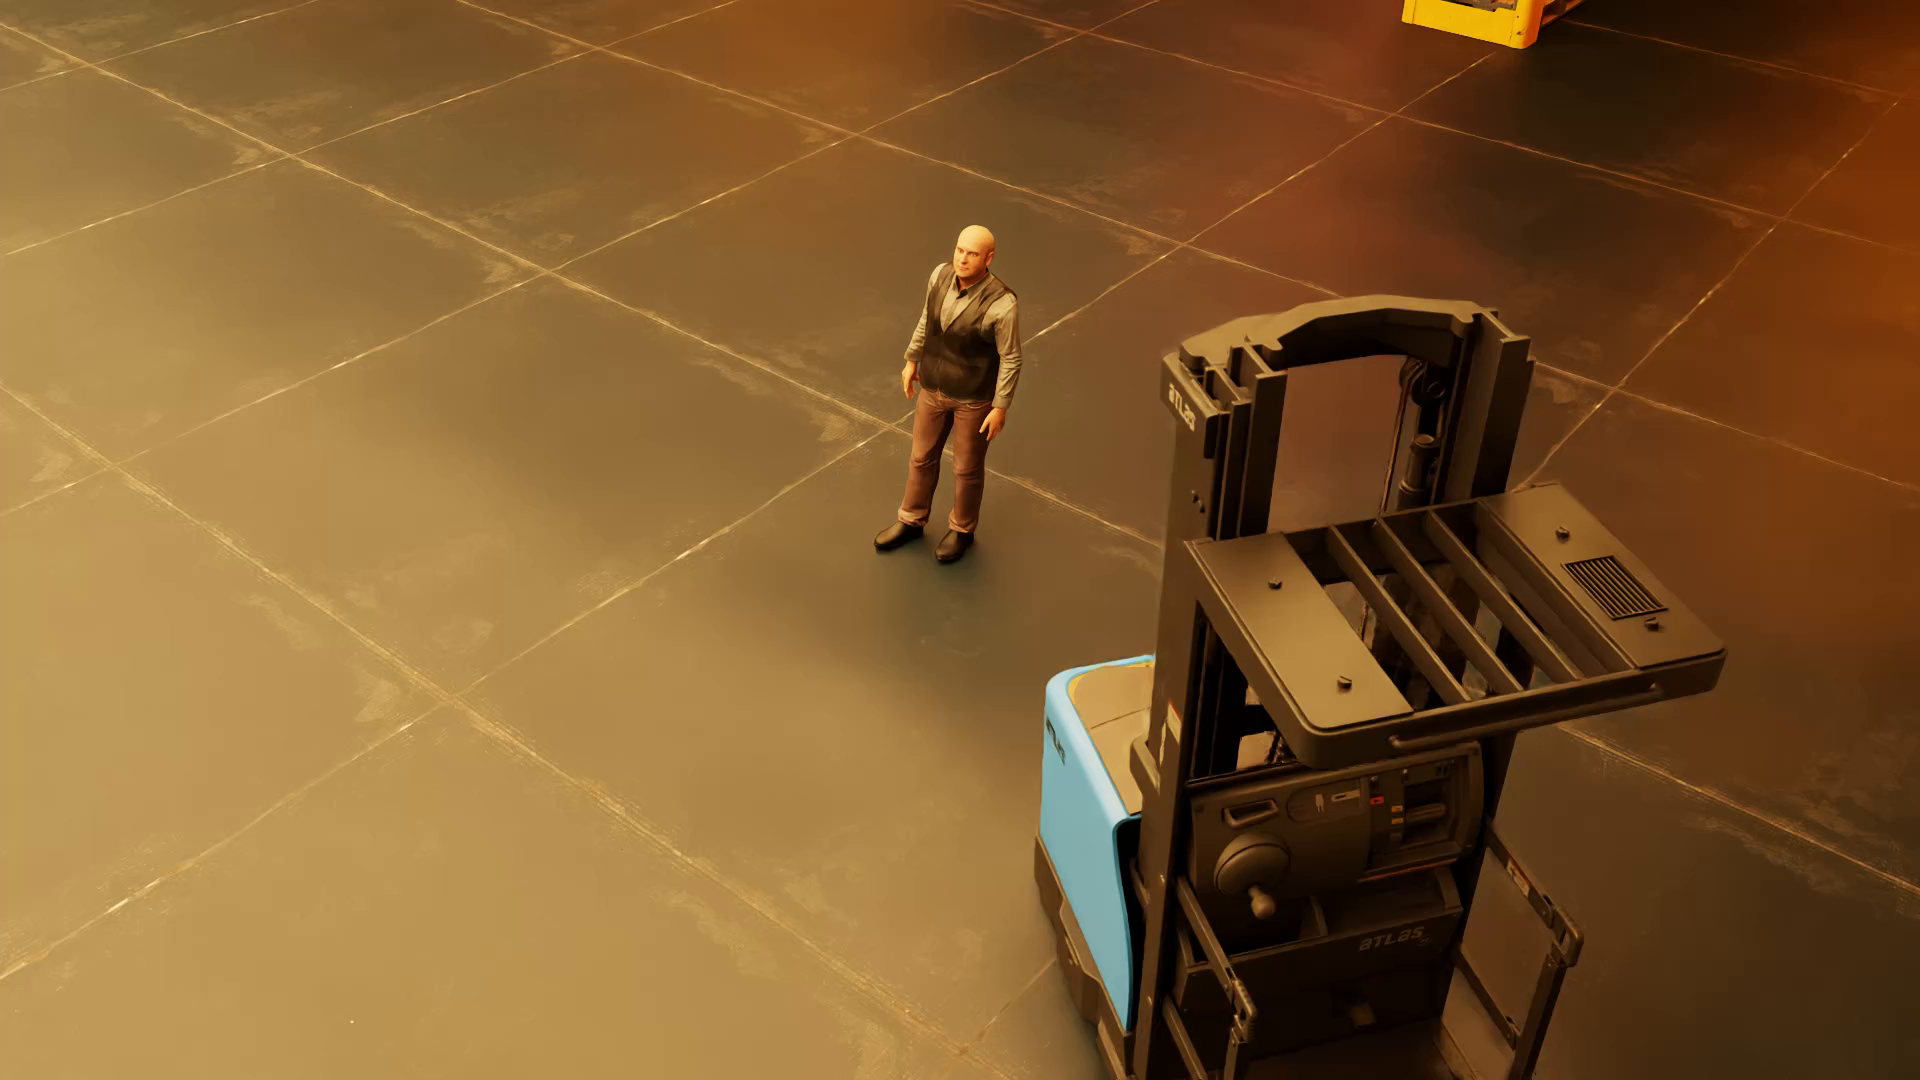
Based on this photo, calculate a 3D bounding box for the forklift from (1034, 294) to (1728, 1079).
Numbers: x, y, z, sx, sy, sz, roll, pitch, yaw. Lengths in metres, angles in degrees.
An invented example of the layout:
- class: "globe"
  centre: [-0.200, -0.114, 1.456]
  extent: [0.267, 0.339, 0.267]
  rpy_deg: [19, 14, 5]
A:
- class: "forklift"
  centre: [1.178, 0.922, 4.745]
  extent: [1.130, 2.935, 3.031]
  rpy_deg: [-9, 37, -12]

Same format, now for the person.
- class: "person"
  centre: [-0.046, -0.678, 7.965]
  extent: [0.632, 1.720, 0.568]
  rpy_deg: [26, 43, 31]
